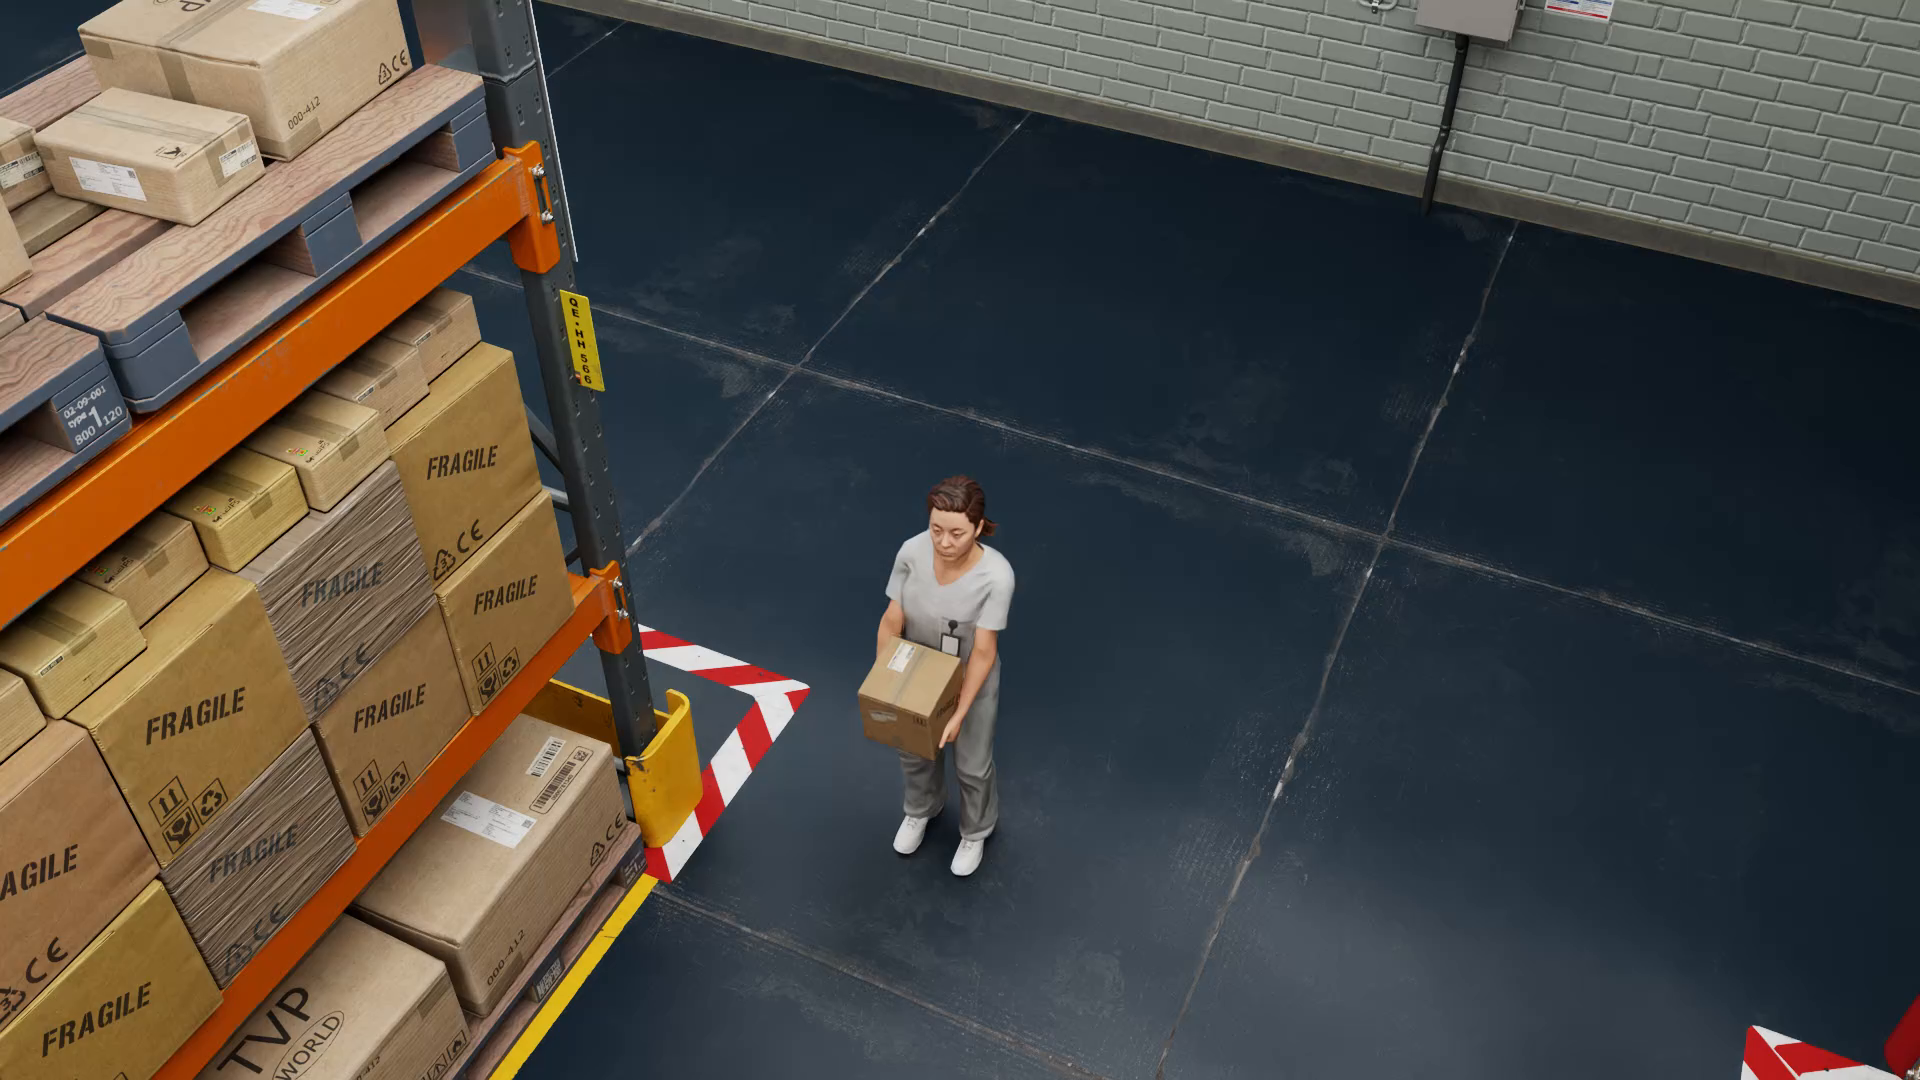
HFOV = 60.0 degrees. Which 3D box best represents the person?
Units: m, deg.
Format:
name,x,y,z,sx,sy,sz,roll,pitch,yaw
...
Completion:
name,x,y,z,sx,sy,sz,roll,pitch,yaw
person,-0.066,0.517,5.599,0.424,1.668,0.542,17,45,18
